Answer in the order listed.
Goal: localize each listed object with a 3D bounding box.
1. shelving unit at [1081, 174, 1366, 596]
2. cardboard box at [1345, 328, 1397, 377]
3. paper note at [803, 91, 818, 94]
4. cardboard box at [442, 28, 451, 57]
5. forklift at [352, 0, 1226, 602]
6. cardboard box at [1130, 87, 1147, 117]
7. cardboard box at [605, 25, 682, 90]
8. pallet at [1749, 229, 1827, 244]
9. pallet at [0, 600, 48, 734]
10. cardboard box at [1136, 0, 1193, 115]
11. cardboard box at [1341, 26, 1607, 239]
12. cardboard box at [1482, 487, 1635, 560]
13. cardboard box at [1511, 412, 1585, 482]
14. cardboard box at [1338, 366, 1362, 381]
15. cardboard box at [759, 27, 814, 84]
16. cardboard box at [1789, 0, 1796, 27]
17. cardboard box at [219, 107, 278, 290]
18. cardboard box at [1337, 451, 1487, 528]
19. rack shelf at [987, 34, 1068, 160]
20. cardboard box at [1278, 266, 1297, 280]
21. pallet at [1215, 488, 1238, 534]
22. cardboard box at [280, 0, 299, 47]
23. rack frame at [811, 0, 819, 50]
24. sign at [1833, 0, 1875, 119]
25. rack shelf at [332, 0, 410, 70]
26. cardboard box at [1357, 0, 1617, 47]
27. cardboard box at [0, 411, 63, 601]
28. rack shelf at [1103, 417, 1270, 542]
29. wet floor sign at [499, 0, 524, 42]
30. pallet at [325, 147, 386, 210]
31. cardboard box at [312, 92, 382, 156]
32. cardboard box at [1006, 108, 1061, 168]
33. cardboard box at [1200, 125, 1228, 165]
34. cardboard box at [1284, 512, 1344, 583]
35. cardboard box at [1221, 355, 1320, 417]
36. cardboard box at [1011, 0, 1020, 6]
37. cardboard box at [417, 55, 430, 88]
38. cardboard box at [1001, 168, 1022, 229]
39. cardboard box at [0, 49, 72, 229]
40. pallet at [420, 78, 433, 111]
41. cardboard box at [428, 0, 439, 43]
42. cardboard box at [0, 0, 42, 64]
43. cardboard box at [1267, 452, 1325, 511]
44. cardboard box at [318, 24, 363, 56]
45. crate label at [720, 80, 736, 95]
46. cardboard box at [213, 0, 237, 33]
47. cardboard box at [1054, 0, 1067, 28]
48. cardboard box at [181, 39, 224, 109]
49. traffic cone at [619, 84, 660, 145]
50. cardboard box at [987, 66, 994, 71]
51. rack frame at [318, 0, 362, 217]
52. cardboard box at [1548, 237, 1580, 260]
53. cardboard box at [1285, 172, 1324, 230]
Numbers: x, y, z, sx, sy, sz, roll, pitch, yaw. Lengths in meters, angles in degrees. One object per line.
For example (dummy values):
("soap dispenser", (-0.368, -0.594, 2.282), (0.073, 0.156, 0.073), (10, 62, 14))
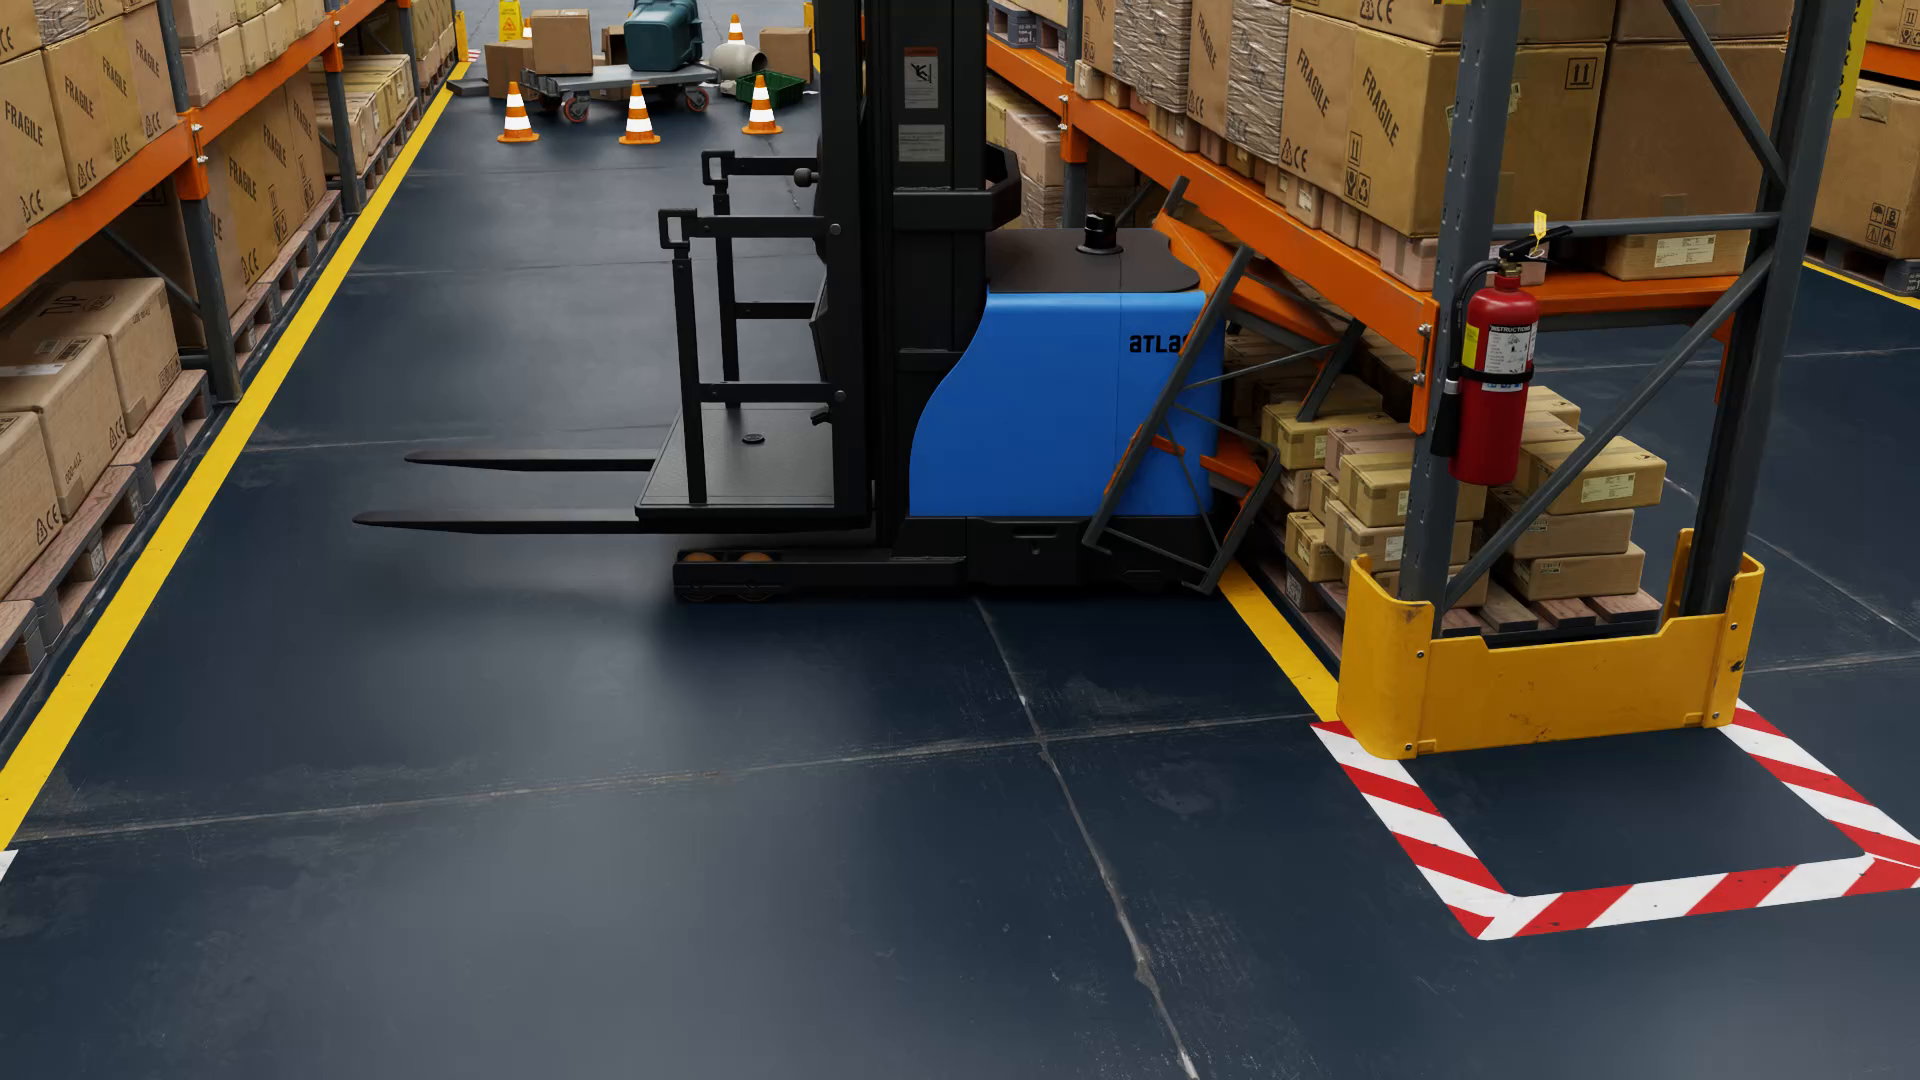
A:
("shelving unit", (0.839, -0.584, 5.966), (0.538, 1.125, 1.048), (22, 21, -14))
("cardboard box", (1.726, -0.722, 6.450), (0.380, 0.149, 0.250), (-4, 24, -9))
("paper note", (-1.482, -4.373, 16.224), (0.142, 0.020, 0.147), (18, 29, 36))
("cardboard box", (-5.551, -5.133, 17.167), (0.500, 0.250, 0.500), (-4, 24, -10))
("forklift", (-0.627, -1.342, 5.661), (3.031, 2.935, 1.130), (0, 24, 0))
("cardboard box", (0.964, -1.942, 7.262), (0.380, 0.149, 0.250), (-5, 24, -12))
("cardboard box", (-3.059, -4.751, 16.329), (0.797, 0.637, 0.503), (-4, 24, -10))
("pallet", (5.459, -2.218, 11.064), (1.003, 0.211, 1.213), (-4, 24, -10))
("pallet", (-3.319, 0.559, 4.706), (1.003, 0.211, 1.213), (-4, 24, -10))
("cardboard box", (1.012, -1.963, 6.501), (0.500, 0.500, 0.500), (-5, 24, -11))
("cardboard box", (1.415, -1.156, 4.652), (0.500, 0.500, 0.500), (-4, 24, -9))
("cardboard box", (1.907, -0.063, 5.313), (0.380, 0.149, 0.250), (-3, 24, -8))
("cardboard box", (1.819, -0.305, 5.496), (0.380, 0.149, 0.250), (-4, 24, -9))
("cardboard box", (1.605, -0.575, 6.484), (0.380, 0.149, 0.250), (-3, 24, -7))
("cardboard box", (-1.763, -4.926, 16.902), (0.500, 0.500, 0.500), (0, 24, -1))
("cardboard box", (5.362, -3.326, 9.994), (0.500, 0.500, 0.500), (-5, 24, -10))
("cardboard box", (-4.202, -1.795, 8.742), (0.875, 0.875, 0.875), (-4, 24, -8))
("cardboard box", (1.404, -0.164, 5.172), (0.380, 0.149, 0.250), (-4, 24, -9))
("rack shelf", (0.642, -2.846, 9.918), (1.077, 0.370, 4.000), (-4, 24, -10))
("cardboard box", (1.444, -1.125, 7.371), (0.380, 0.149, 0.250), (-4, 24, -8))
("pallet", (1.400, -0.369, 6.831), (1.003, 0.211, 1.213), (-4, 24, -10))
("cardboard box", (-4.038, -2.909, 9.351), (0.500, 0.250, 0.500), (-5, 24, -10))
("rack frame", (-1.207, -7.109, 18.781), (1.000, 3.000, 0.127), (-4, 24, -10))
("sign", (2.285, -1.253, 4.290), (0.100, 0.325, 0.005), (-4, 24, -10))
("rack shelf", (-4.944, -4.014, 12.591), (1.077, 0.370, 4.000), (-4, 24, -10))
("cardboard box", (1.422, -1.618, 4.461), (0.500, 0.500, 0.500), (-5, 24, -11))
("cardboard box", (-3.492, -0.040, 5.270), (0.875, 0.438, 0.875), (-4, 24, -8))
("rack shelf", (0.735, -0.380, 6.052), (0.538, 0.278, 1.000), (22, 21, -14))
("wet floor sign", (-5.037, -5.778, 18.674), (0.267, 0.644, 0.232), (4, 24, 9))
("pallet", (-4.717, -2.586, 11.908), (1.003, 0.211, 1.213), (-4, 24, -10))
("cardboard box", (-4.813, -3.058, 12.261), (0.950, 0.372, 0.625), (-5, 24, -11))
("cardboard box", (0.544, -2.257, 9.333), (0.500, 0.250, 0.500), (-3, 24, -7))
("cardboard box", (1.129, -1.522, 6.302), (0.380, 0.149, 0.250), (-3, 24, -8))
("cardboard box", (1.302, 0.013, 5.511), (0.380, 0.149, 0.250), (-4, 24, -8))
("cardboard box", (1.152, -0.568, 6.096), (0.380, 0.149, 0.250), (-3, 24, -8))
("cardboard box", (0.500, -3.121, 9.436), (0.380, 0.149, 0.250), (-3, 24, -7))
("cardboard box", (-5.157, -4.314, 15.292), (0.500, 0.250, 0.500), (-5, 24, -12))
("cardboard box", (0.533, -1.911, 9.475), (0.500, 0.500, 0.500), (-5, 24, -11))
("cardboard box", (-3.207, -1.260, 5.262), (0.500, 0.500, 0.500), (-4, 24, -8))
("pallet", (-5.472, -4.114, 15.405), (1.003, 0.211, 1.213), (-4, 24, -10))
("cardboard box", (-5.362, -5.072, 16.089), (0.500, 0.500, 0.500), (-3, 24, -7))
("cardboard box", (-3.202, -1.725, 5.077), (0.500, 0.500, 0.500), (-4, 24, -10))
("cardboard box", (1.276, -0.229, 5.692), (0.380, 0.149, 0.250), (-5, 24, -12))
("cardboard box", (-5.687, -4.619, 15.052), (0.500, 0.500, 0.500), (-5, 24, -10))
("crate label", (-2.166, -4.369, 16.082), (0.250, 0.136, 0.298), (18, 29, 36))
("cardboard box", (-3.762, -2.541, 7.882), (0.500, 0.250, 0.500), (-4, 24, -9))
("cardboard box", (0.695, -2.710, 8.497), (0.380, 0.149, 0.250), (-4, 24, -9))
("cardboard box", (-3.656, -2.107, 7.514), (0.500, 0.250, 0.500), (-5, 24, -11))
("traffic cone", (-2.672, -3.543, 13.785), (0.336, 0.463, 0.334), (-4, 24, -10))
("cardboard box", (0.162, -3.064, 11.180), (0.500, 0.250, 0.500), (-5, 24, -12))
("rack frame", (-4.574, -3.557, 10.646), (1.000, 3.000, 0.127), (-4, 24, -10))
("cardboard box", (1.926, -0.950, 4.991), (0.380, 0.149, 0.250), (-3, 24, -8))
("cardboard box", (1.273, -1.105, 5.346), (0.380, 0.149, 0.250), (-4, 24, -8))
